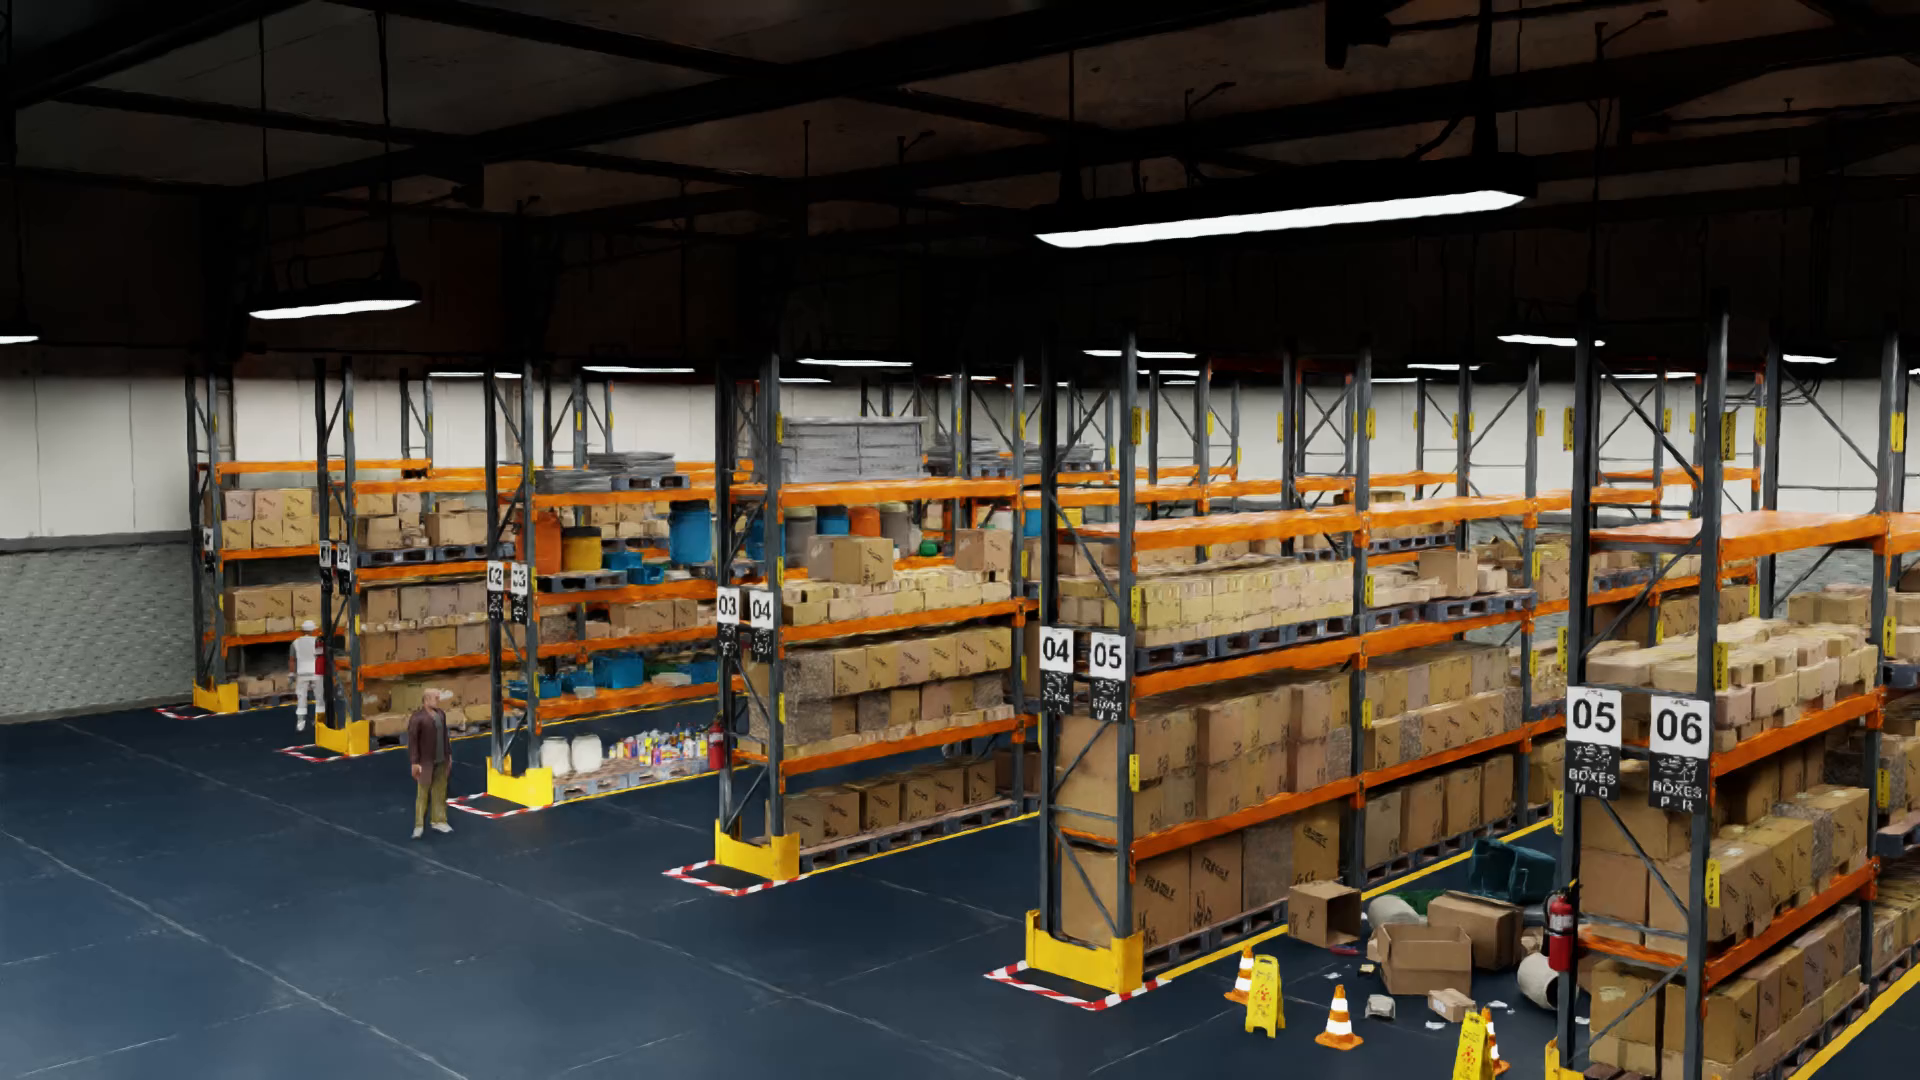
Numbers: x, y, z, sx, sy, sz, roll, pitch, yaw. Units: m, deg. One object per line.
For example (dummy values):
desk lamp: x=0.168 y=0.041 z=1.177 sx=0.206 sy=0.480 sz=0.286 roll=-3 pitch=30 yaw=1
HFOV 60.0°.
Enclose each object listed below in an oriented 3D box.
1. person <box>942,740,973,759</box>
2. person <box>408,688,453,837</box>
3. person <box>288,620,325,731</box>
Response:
person: x=0.003 y=2.587 z=23.203 sx=0.580 sy=1.619 sz=0.506 roll=4 pitch=6 yaw=44
person: x=-6.458 y=2.701 z=20.339 sx=0.420 sy=1.791 sz=0.657 roll=3 pitch=5 yaw=31
person: x=-10.596 y=2.183 z=27.062 sx=0.606 sy=1.786 sz=0.494 roll=-1 pitch=5 yaw=-15
